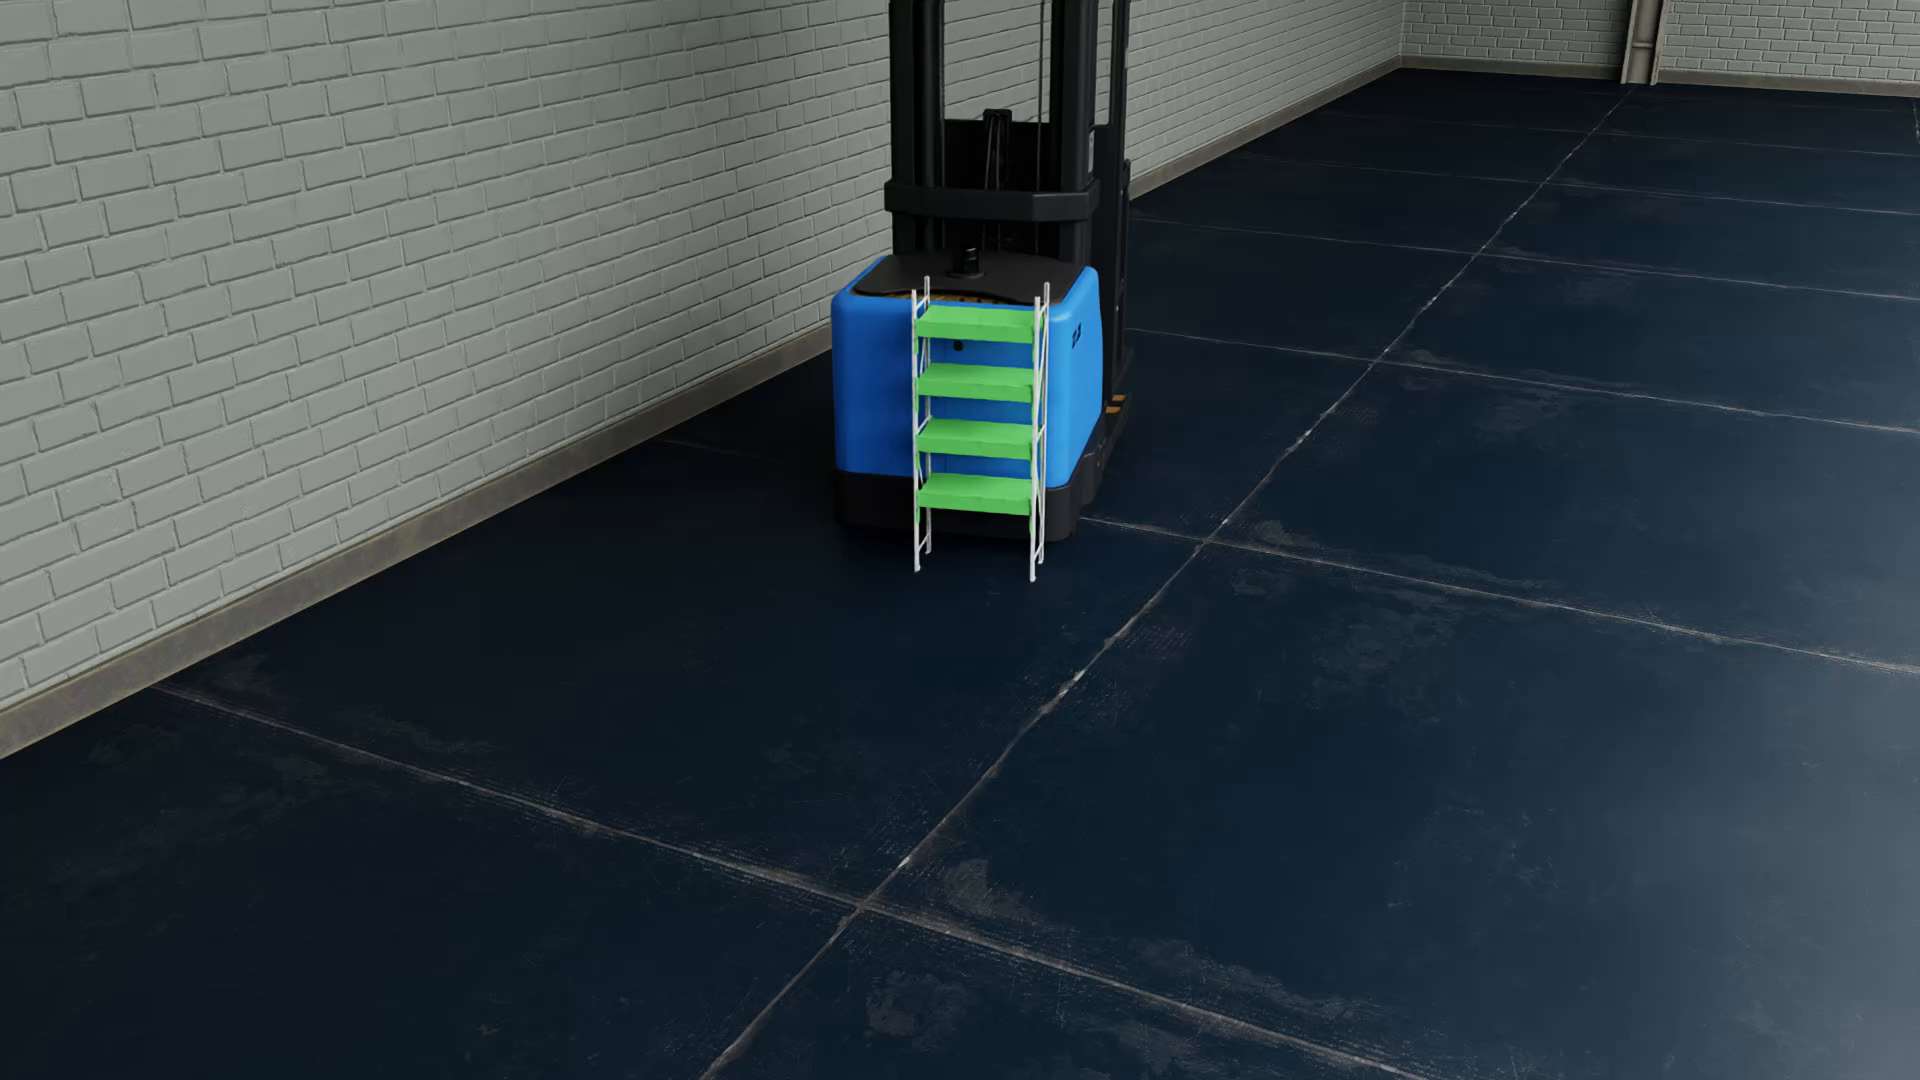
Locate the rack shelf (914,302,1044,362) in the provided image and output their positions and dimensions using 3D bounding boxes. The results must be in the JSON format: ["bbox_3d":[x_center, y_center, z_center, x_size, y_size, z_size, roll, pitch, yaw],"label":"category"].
[{"bbox_3d":[0.082,-0.826,6.596,0.480,0.148,0.258,5,24,11],"label":"rack shelf"}]

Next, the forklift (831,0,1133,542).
[{"bbox_3d":[0.273,-1.888,7.945,1.130,2.935,3.031,5,24,12],"label":"forklift"}]

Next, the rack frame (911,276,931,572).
[{"bbox_3d":[-0.157,-0.463,6.807,0.015,1.200,0.240,5,24,11],"label":"rack frame"}]

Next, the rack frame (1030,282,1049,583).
[{"bbox_3d":[0.320,-0.423,6.710,0.015,1.200,0.240,5,24,11],"label":"rack frame"}]

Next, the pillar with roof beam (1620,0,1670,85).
[{"bbox_3d":[6.436,-8.286,15.235,0.400,9.000,9.100,11,25,25],"label":"pillar with roof beam"}]

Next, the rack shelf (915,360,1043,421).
[{"bbox_3d":[0.082,-0.605,6.690,0.480,0.148,0.258,5,24,11],"label":"rack shelf"}]

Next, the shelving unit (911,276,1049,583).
[{"bbox_3d":[0.082,-0.443,6.759,0.503,1.200,0.258,5,24,11],"label":"shelving unit"}]

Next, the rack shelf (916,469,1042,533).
[{"bbox_3d":[0.082,-0.163,6.877,0.480,0.148,0.258,5,24,11],"label":"rack shelf"}]

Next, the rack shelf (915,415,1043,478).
[{"bbox_3d":[0.082,-0.384,6.784,0.480,0.148,0.258,5,24,11],"label":"rack shelf"}]
